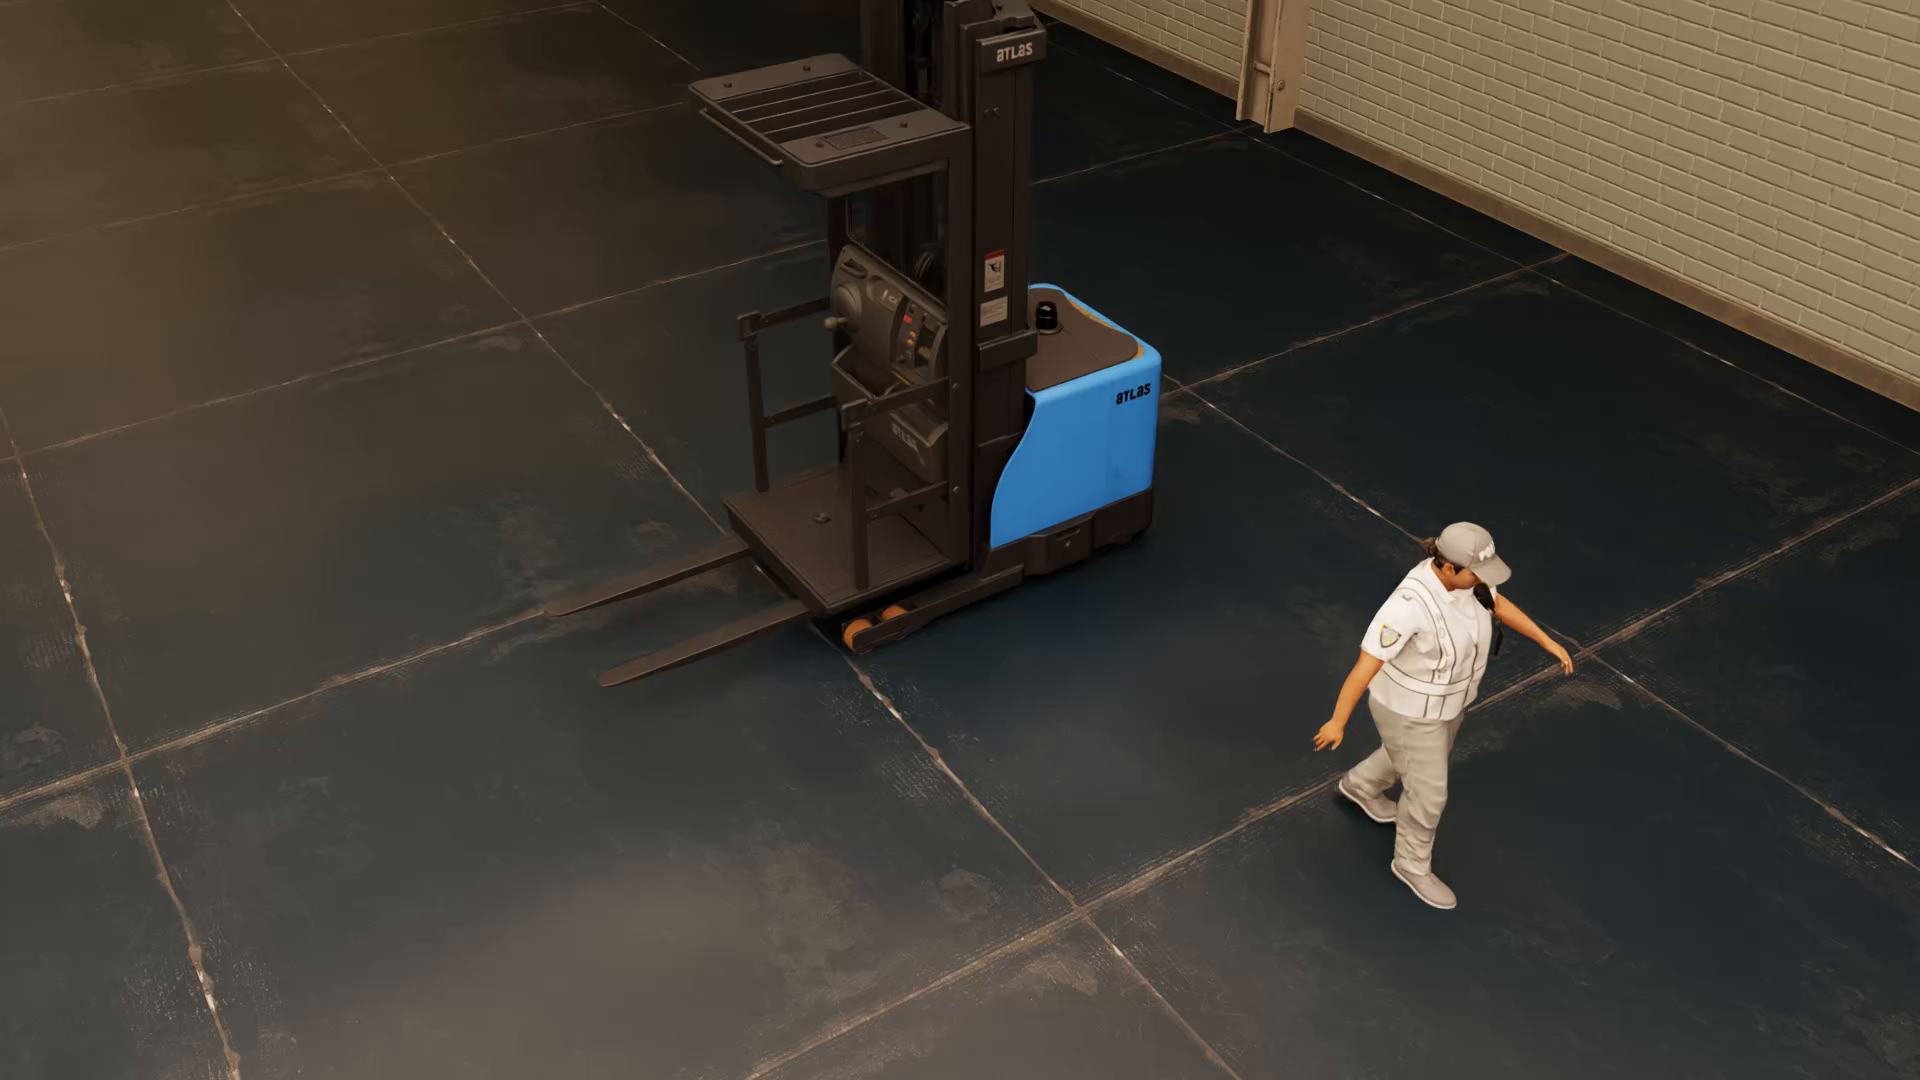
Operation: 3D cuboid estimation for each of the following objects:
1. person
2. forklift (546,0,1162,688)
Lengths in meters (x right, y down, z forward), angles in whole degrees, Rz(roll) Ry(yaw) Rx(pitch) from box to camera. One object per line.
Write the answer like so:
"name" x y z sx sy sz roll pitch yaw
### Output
"person" 1.796 0.629 6.393 0.884 1.644 0.718 -29 45 -35
"forklift" -0.507 -1.002 7.574 3.031 2.935 1.130 -21 40 -27
